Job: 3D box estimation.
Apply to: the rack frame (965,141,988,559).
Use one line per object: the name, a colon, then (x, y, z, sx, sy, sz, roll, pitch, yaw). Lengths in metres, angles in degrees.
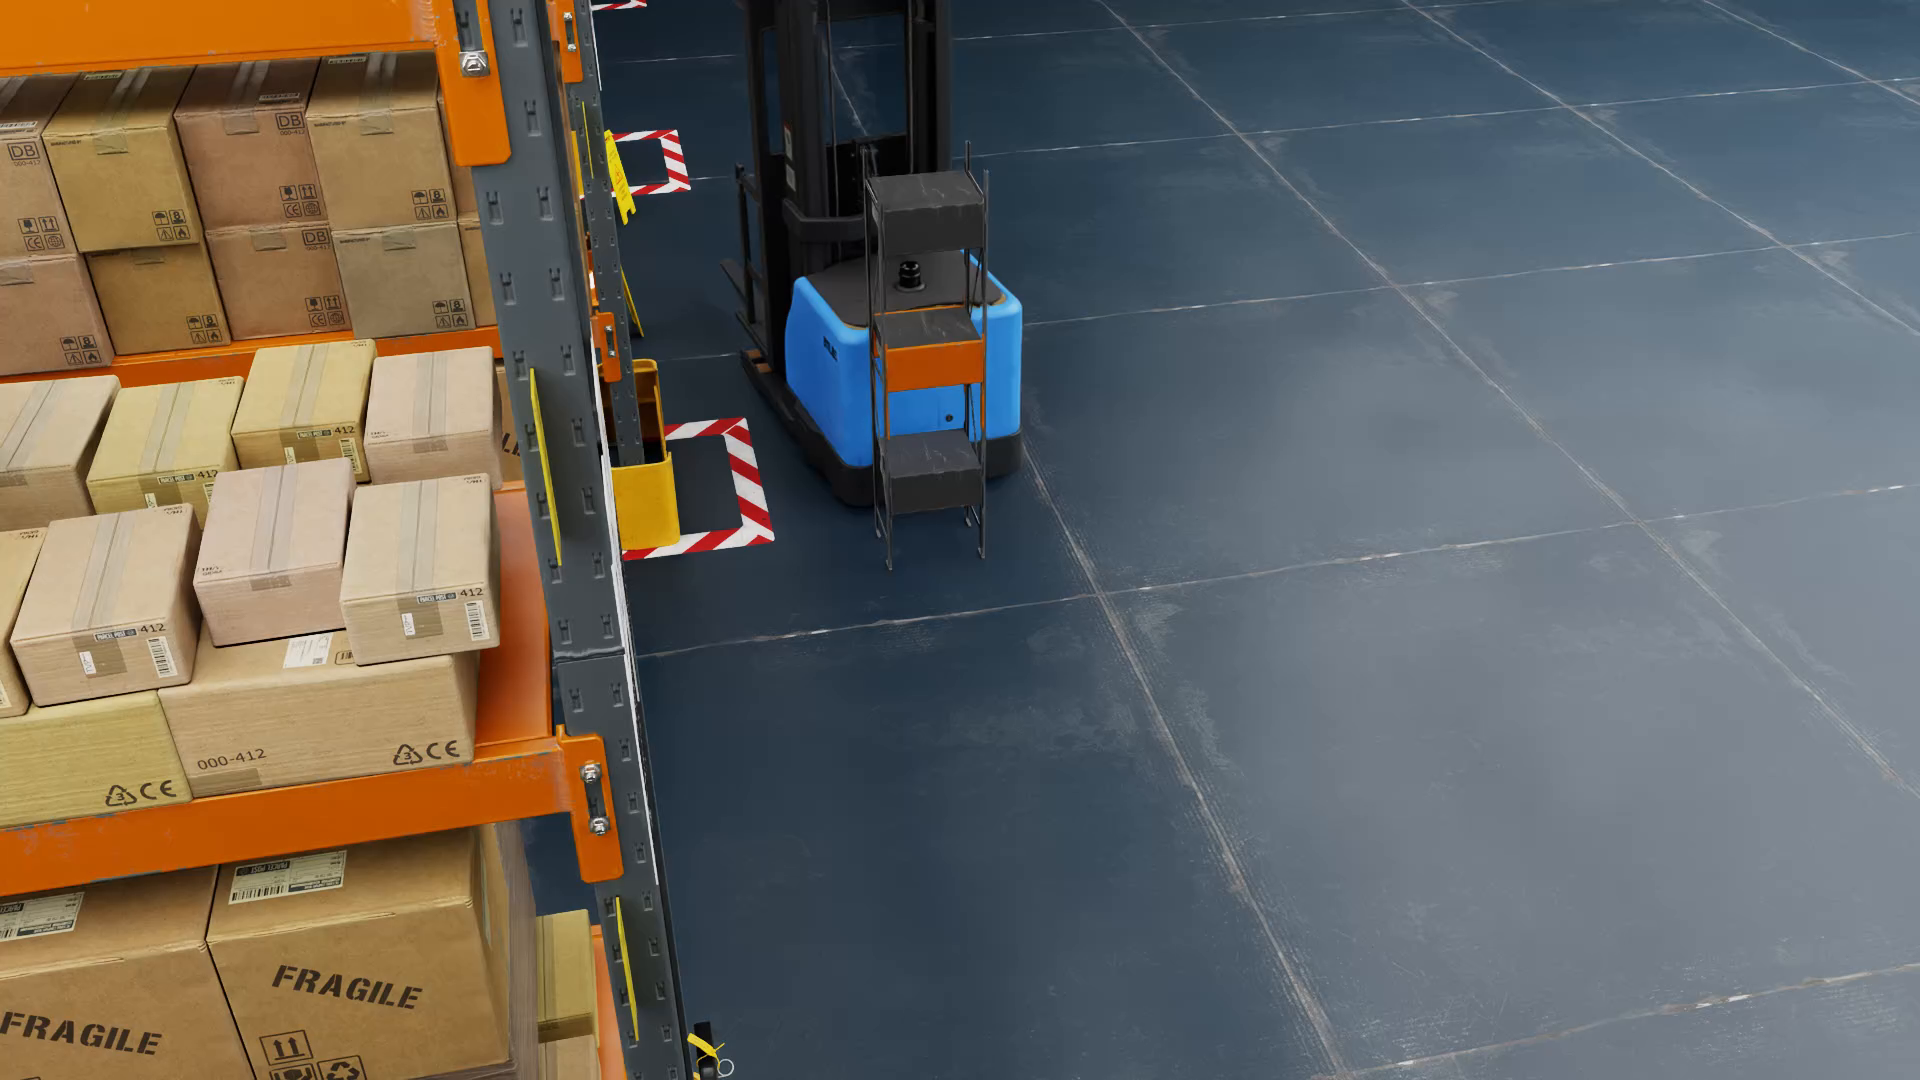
rack frame: (0.077, -0.882, 8.179, 0.015, 2.100, 0.400, -7, 35, -11)

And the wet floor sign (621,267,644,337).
wet floor sign: (-2.190, -1.618, 10.583, 0.232, 0.644, 0.267, -13, 36, -19)

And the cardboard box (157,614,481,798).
cardboard box: (-1.200, 0.206, 3.194, 0.500, 0.250, 0.500, -6, 34, -9)

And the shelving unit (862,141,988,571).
shelving unit: (-0.161, -0.852, 8.135, 0.503, 2.100, 0.431, -7, 35, -11)

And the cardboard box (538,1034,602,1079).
cardboard box: (-1.019, 1.443, 4.133, 0.250, 0.149, 0.380, -7, 35, -11)

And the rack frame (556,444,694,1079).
rack frame: (-0.786, 1.192, 4.282, 0.127, 3.000, 1.000, -7, 35, -11)

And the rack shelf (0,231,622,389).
rack shelf: (-3.733, -0.972, 8.152, 4.000, 0.370, 1.077, -7, 35, -11)

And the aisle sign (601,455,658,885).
aisle sign: (-0.660, 0.268, 3.326, 0.004, 0.787, 0.394, -7, 35, -11)

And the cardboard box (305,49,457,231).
cardboard box: (-2.668, -1.885, 7.763, 0.550, 0.550, 0.875, -7, 35, -11)

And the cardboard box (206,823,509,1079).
cardboard box: (-1.268, 0.813, 3.592, 0.500, 0.500, 0.500, -7, 35, -11)

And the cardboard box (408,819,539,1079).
cardboard box: (-1.329, 1.079, 4.093, 0.500, 0.500, 0.875, -7, 35, -11)

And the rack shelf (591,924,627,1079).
rack shelf: (-2.737, 1.736, 4.116, 4.000, 0.370, 1.077, -7, 35, -11)

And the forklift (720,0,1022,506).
forklift: (-0.702, -2.209, 9.412, 1.130, 2.935, 3.031, -13, 36, -19)

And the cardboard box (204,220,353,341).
cardboard box: (-3.239, -1.428, 8.052, 0.550, 0.550, 0.875, -7, 35, -11)

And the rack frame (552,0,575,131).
rack frame: (-2.972, -4.194, 12.308, 0.127, 3.000, 1.000, -7, 35, -11)

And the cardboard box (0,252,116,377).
cardboard box: (-4.242, -1.221, 7.743, 0.550, 0.550, 0.875, -7, 35, -11)

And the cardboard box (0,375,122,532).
cardboard box: (-1.881, -0.177, 3.406, 0.250, 0.149, 0.380, -6, 34, -9)

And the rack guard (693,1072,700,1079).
rack guard: (-0.860, 2.239, 4.965, 0.348, 0.500, 1.175, -7, 35, -11)

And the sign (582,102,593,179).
sign: (-1.676, -1.799, 7.487, 0.005, 0.325, 0.100, -7, 35, -11)

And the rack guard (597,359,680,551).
rack guard: (-1.758, -0.481, 9.019, 0.348, 0.500, 1.175, -7, 35, -11)

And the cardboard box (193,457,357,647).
cardboard box: (-1.268, 0.015, 3.121, 0.250, 0.149, 0.380, -8, 35, -12)

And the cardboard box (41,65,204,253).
cardboard box: (-3.733, -1.754, 7.568, 0.500, 0.550, 0.875, -7, 35, -11)

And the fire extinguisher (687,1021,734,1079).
fire extinguisher: (-0.573, 1.460, 3.951, 0.183, 0.674, 0.296, -7, 35, -11)

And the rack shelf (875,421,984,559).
rack shelf: (-0.161, -0.259, 8.532, 0.480, 0.518, 0.431, -7, 35, -11)

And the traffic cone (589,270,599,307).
traffic cone: (-2.531, -1.825, 11.055, 0.334, 0.463, 0.336, -7, 35, -11)

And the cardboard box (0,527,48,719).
cardboard box: (-1.750, 0.152, 2.917, 0.250, 0.149, 0.380, -7, 34, -10)

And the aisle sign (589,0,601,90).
aisle sign: (-1.646, -2.442, 7.363, 0.004, 0.787, 0.394, -7, 35, -11)

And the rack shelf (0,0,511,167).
rack shelf: (-2.737, -0.753, 2.445, 4.000, 0.370, 1.077, -7, 35, -11)

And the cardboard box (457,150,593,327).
cardboard box: (-2.134, -1.508, 8.171, 0.550, 0.550, 0.875, -7, 35, -11)

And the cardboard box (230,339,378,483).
cardboard box: (-1.380, -0.270, 3.545, 0.250, 0.149, 0.380, -6, 34, -10)
